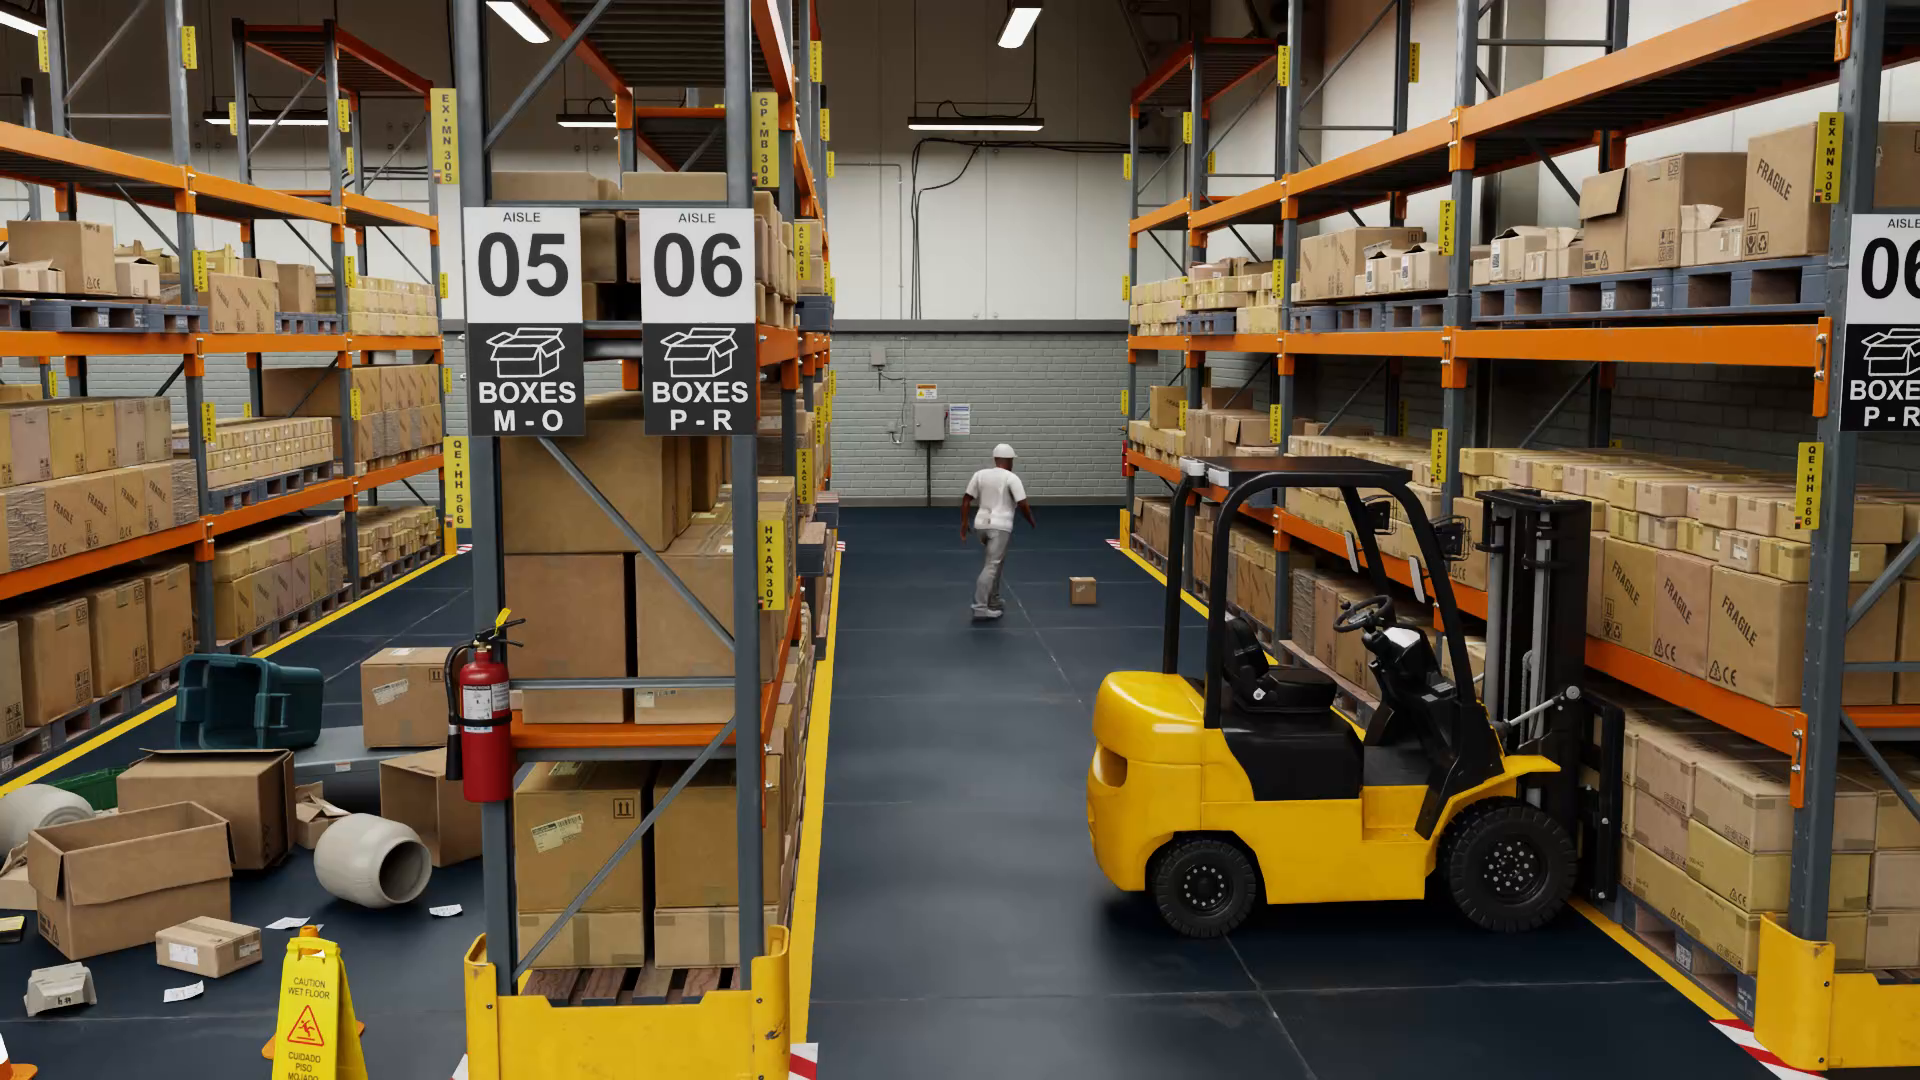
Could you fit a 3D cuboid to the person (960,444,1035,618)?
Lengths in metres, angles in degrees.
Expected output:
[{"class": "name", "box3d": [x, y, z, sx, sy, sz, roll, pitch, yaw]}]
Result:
[{"class": "person", "box3d": [0.352, -0.111, 16.668, 0.819, 1.695, 0.689, -6, 9, -41]}]
